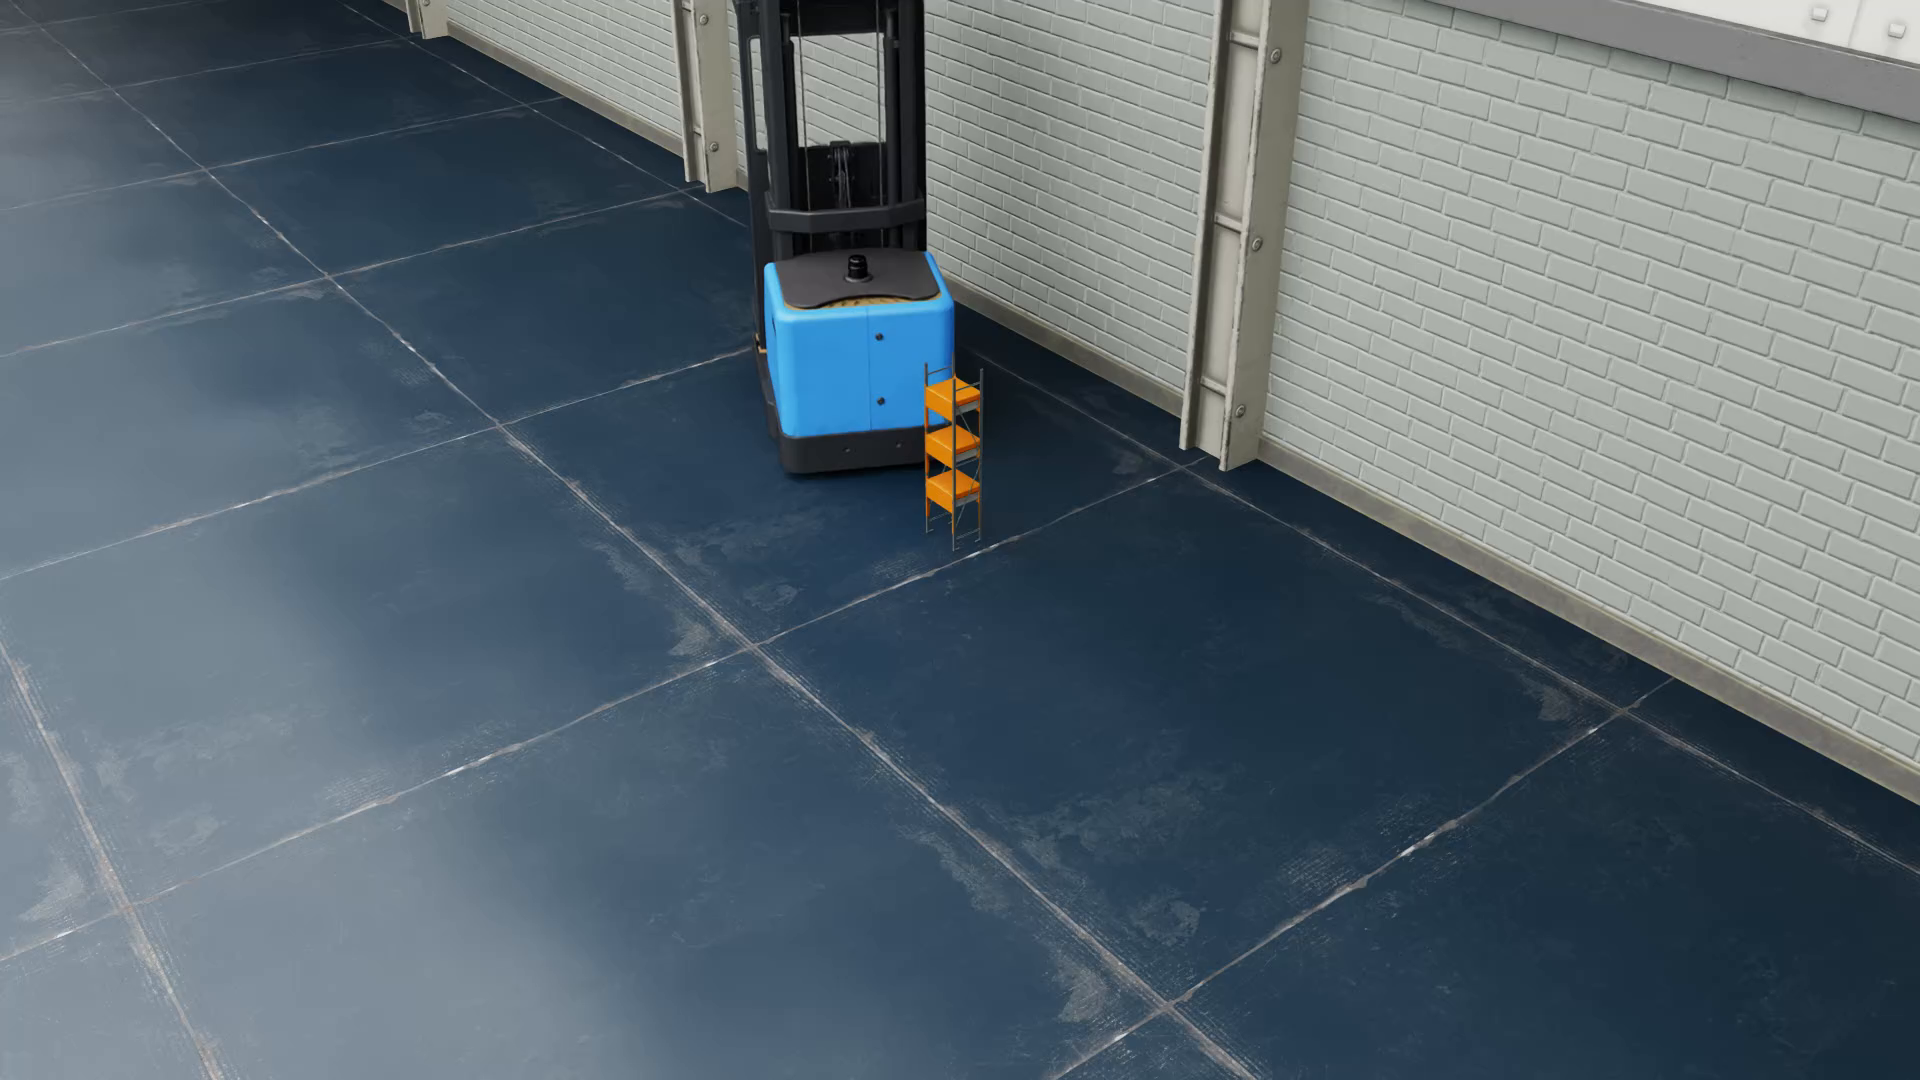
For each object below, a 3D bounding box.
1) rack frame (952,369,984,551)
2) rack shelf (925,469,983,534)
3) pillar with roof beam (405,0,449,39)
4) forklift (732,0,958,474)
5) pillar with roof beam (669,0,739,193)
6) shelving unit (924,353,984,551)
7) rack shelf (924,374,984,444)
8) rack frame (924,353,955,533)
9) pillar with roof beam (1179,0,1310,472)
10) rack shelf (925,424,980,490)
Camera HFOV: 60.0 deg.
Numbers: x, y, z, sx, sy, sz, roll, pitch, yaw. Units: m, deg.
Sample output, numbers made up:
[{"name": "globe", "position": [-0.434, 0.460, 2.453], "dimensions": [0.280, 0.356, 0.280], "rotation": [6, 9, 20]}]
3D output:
[{"name": "rack frame", "position": [0.042, -0.417, 8.927], "dimensions": [0.200, 1.050, 0.008], "rotation": [-22, 38, -31]}, {"name": "rack shelf", "position": [-0.033, -0.223, 9.161], "dimensions": [0.215, 0.259, 0.240], "rotation": [-22, 38, -31]}, {"name": "pillar with roof beam", "position": [-9.181, -7.969, 13.551], "dimensions": [9.100, 9.000, 0.400], "rotation": [-22, 38, -31]}, {"name": "forklift", "position": [-0.796, -2.398, 10.333], "dimensions": [1.130, 2.935, 3.031], "rotation": [-6, 32, -9]}, {"name": "pillar with roof beam", "position": [-5.502, -5.468, 9.525], "dimensions": [9.100, 9.000, 0.400], "rotation": [-22, 38, -31]}, {"name": "shelving unit", "position": [-0.033, -0.468, 9.009], "dimensions": [0.215, 1.050, 0.252], "rotation": [-22, 38, -31]}, {"name": "rack shelf", "position": [-0.033, -0.700, 8.865], "dimensions": [0.215, 0.259, 0.240], "rotation": [-22, 38, -31]}, {"name": "rack frame", "position": [-0.108, -0.519, 9.091], "dimensions": [0.200, 1.050, 0.008], "rotation": [-22, 38, -31]}, {"name": "pillar with roof beam", "position": [-1.823, -2.968, 5.499], "dimensions": [9.100, 9.000, 0.400], "rotation": [-22, 38, -31]}, {"name": "rack shelf", "position": [-0.033, -0.459, 9.014], "dimensions": [0.215, 0.259, 0.240], "rotation": [-22, 38, -31]}]
